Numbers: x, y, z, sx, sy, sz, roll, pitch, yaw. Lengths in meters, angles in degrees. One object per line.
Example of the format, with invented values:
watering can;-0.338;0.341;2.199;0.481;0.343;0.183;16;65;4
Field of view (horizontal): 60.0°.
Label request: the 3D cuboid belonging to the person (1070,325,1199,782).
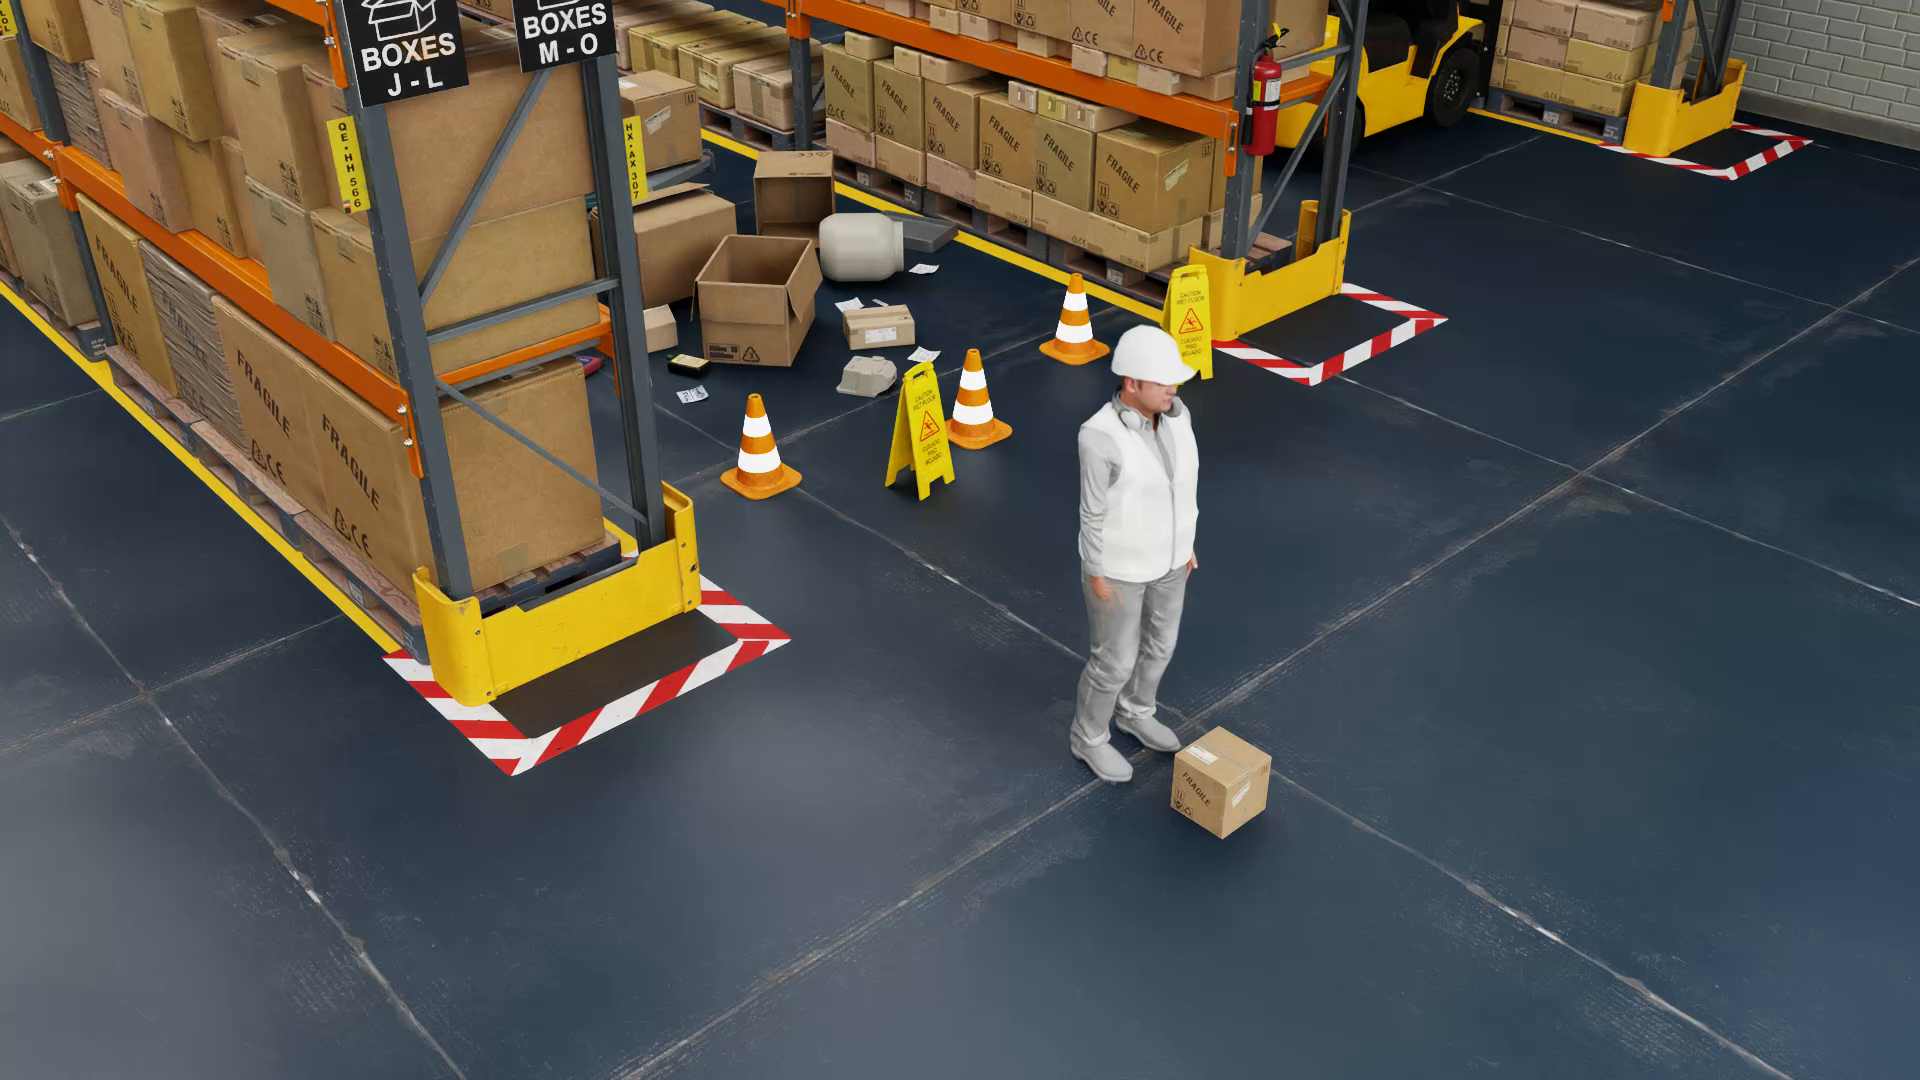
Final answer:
person;0.651;0.051;6.033;0.533;1.768;0.360;-25;39;-34
